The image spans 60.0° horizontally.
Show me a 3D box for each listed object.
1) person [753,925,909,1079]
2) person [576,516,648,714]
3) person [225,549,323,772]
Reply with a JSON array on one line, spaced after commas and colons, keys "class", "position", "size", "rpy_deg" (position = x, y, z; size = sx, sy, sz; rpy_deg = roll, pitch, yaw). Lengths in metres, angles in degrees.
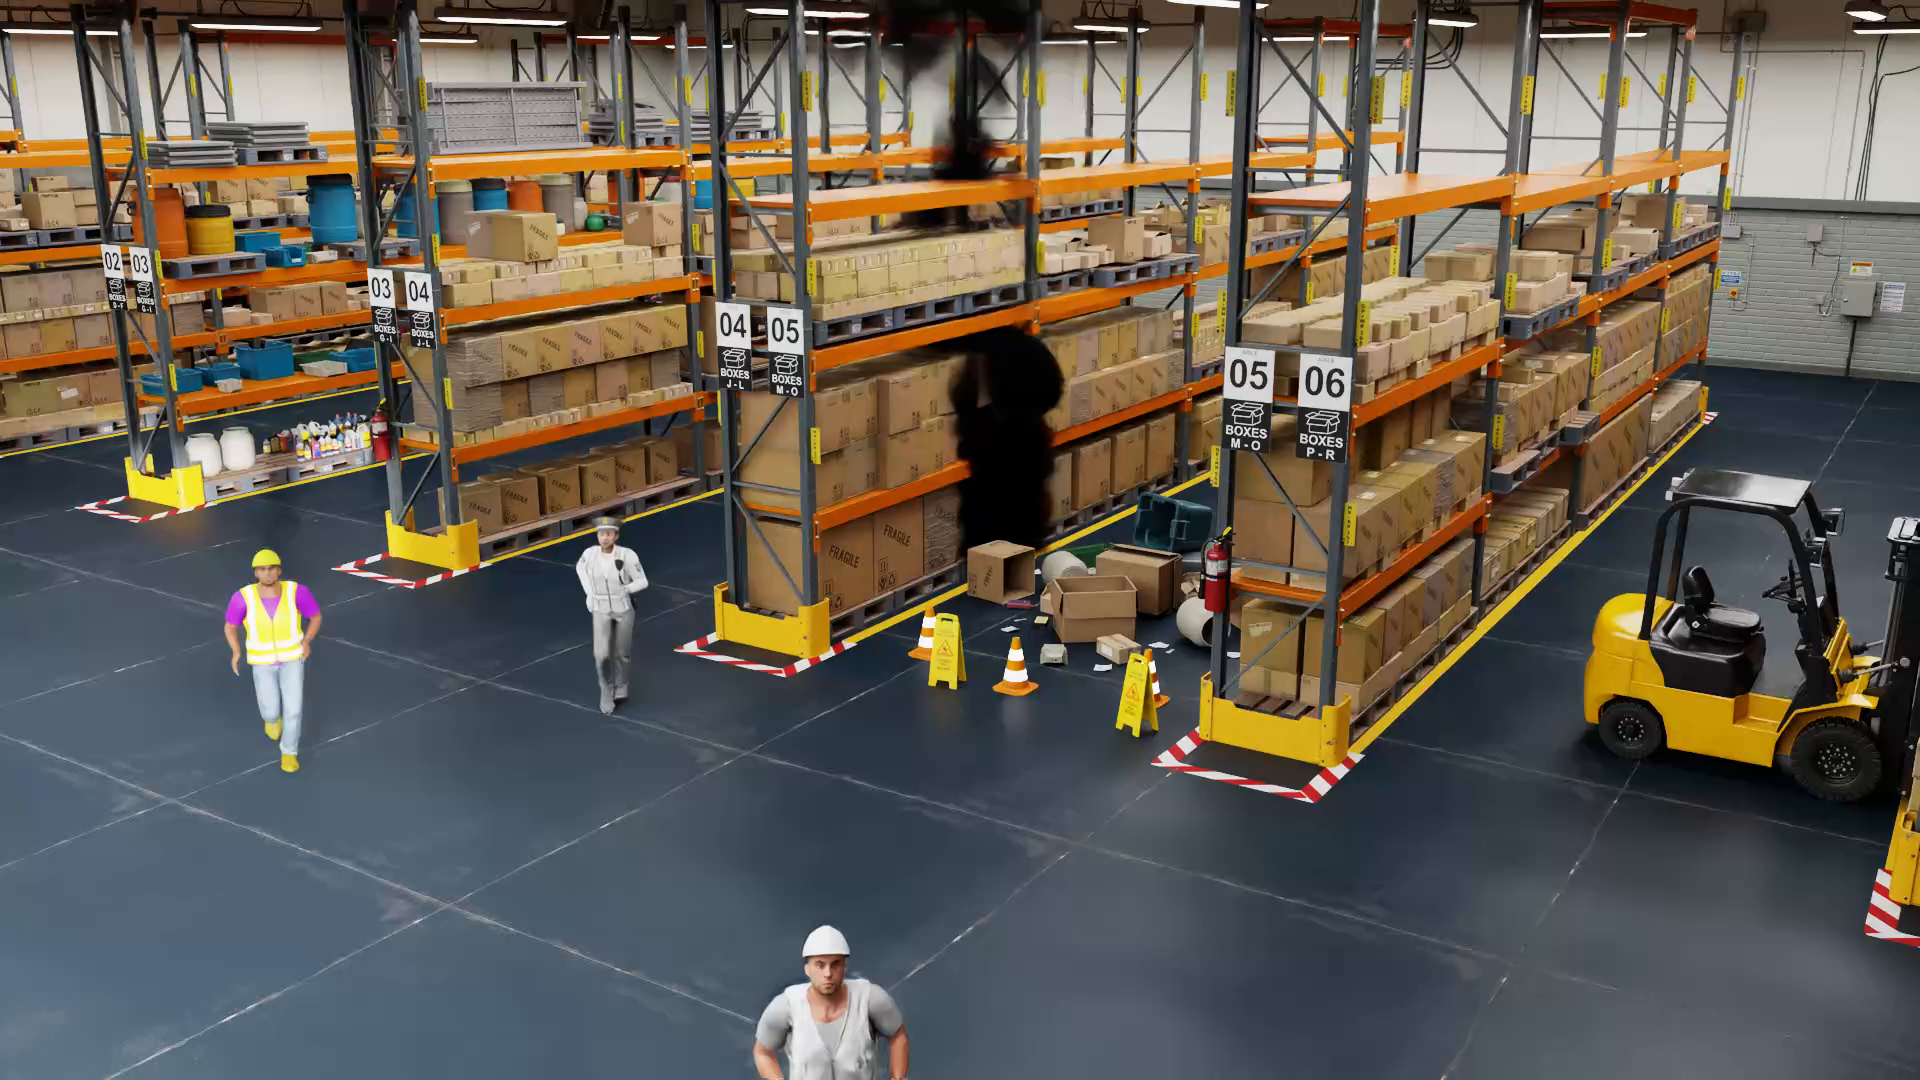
[{"class": "person", "position": [-0.551, 2.456, 7.238], "size": [0.669, 1.726, 0.671], "rpy_deg": [-3, 16, -10]}, {"class": "person", "position": [-2.900, 0.617, 13.875], "size": [0.612, 1.703, 0.683], "rpy_deg": [-1, 16, -5]}, {"class": "person", "position": [-5.259, 0.896, 12.821], "size": [0.702, 1.726, 0.592], "rpy_deg": [-6, 17, -22]}]
